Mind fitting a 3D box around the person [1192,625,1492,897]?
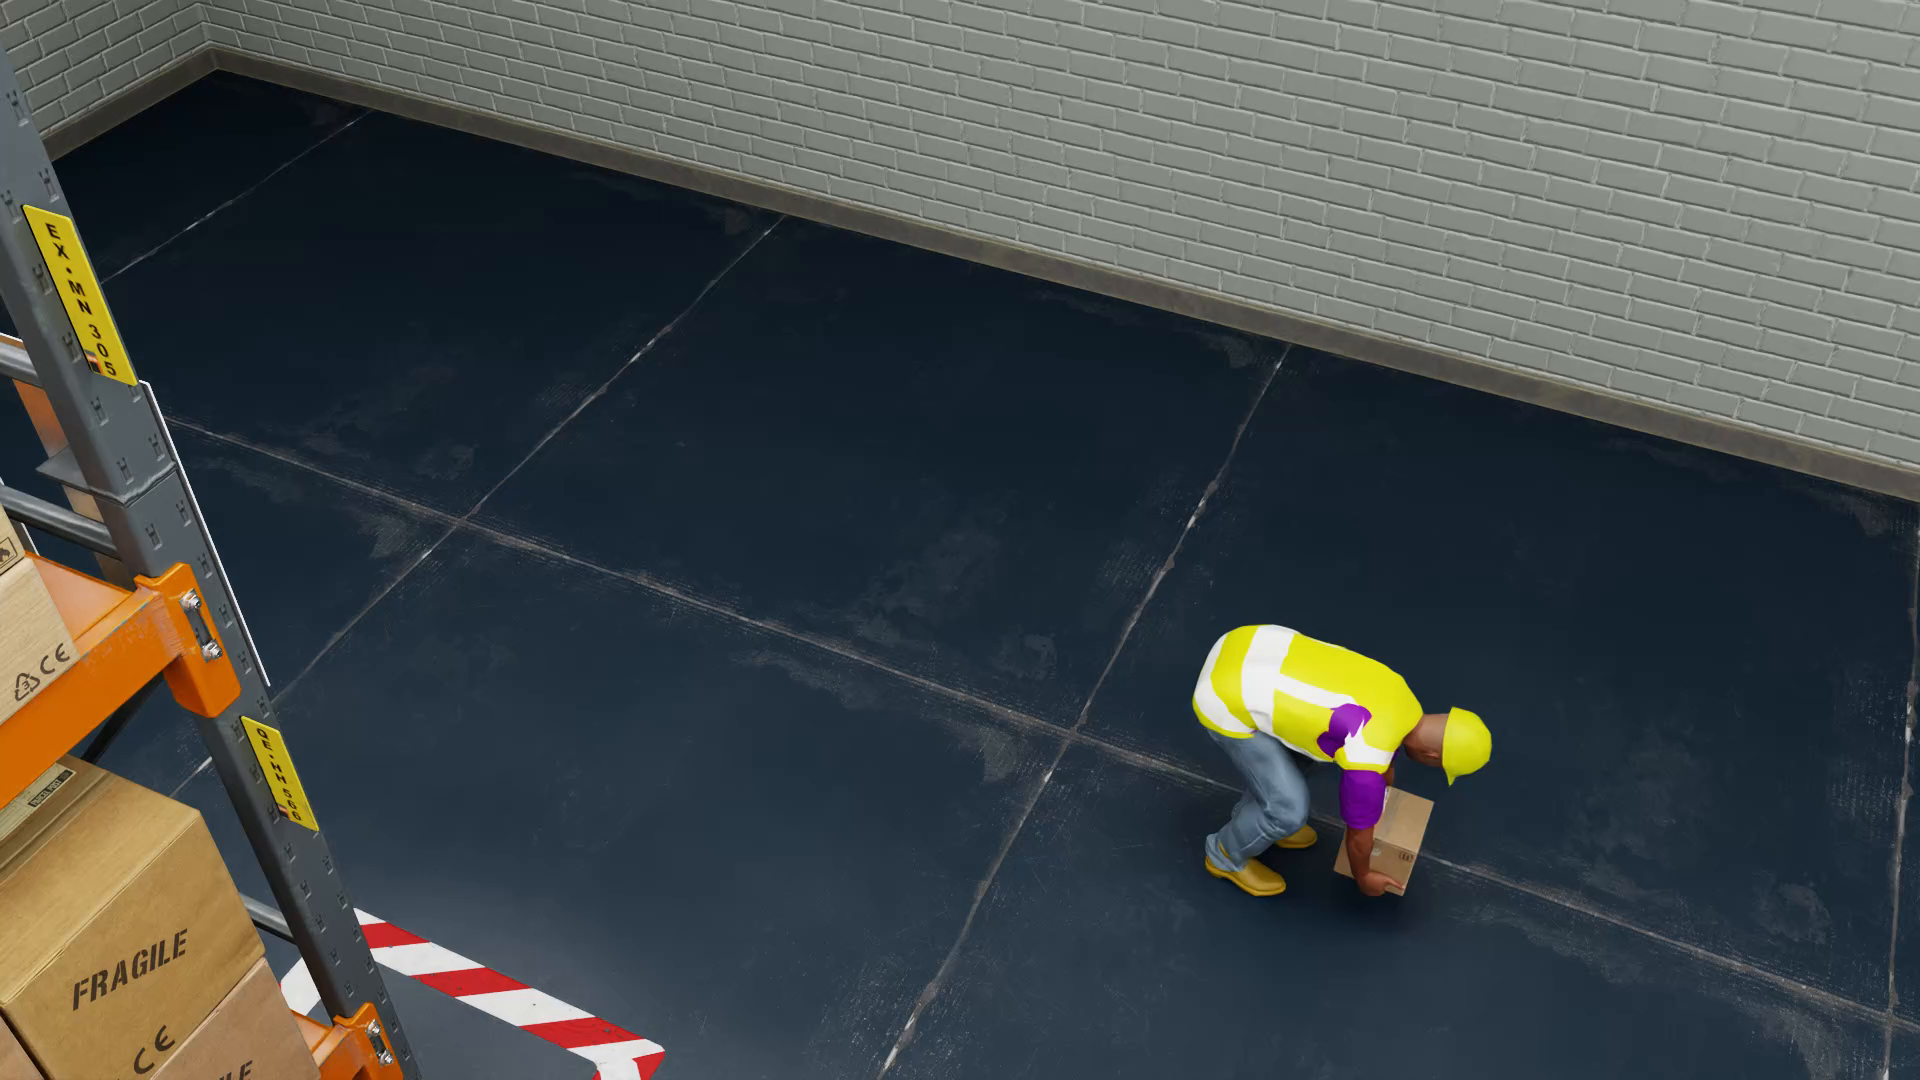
[{"bbox_3d":[1.278,0.807,5.769,0.981,1.054,0.490,15,44,17],"label":"person"}]
